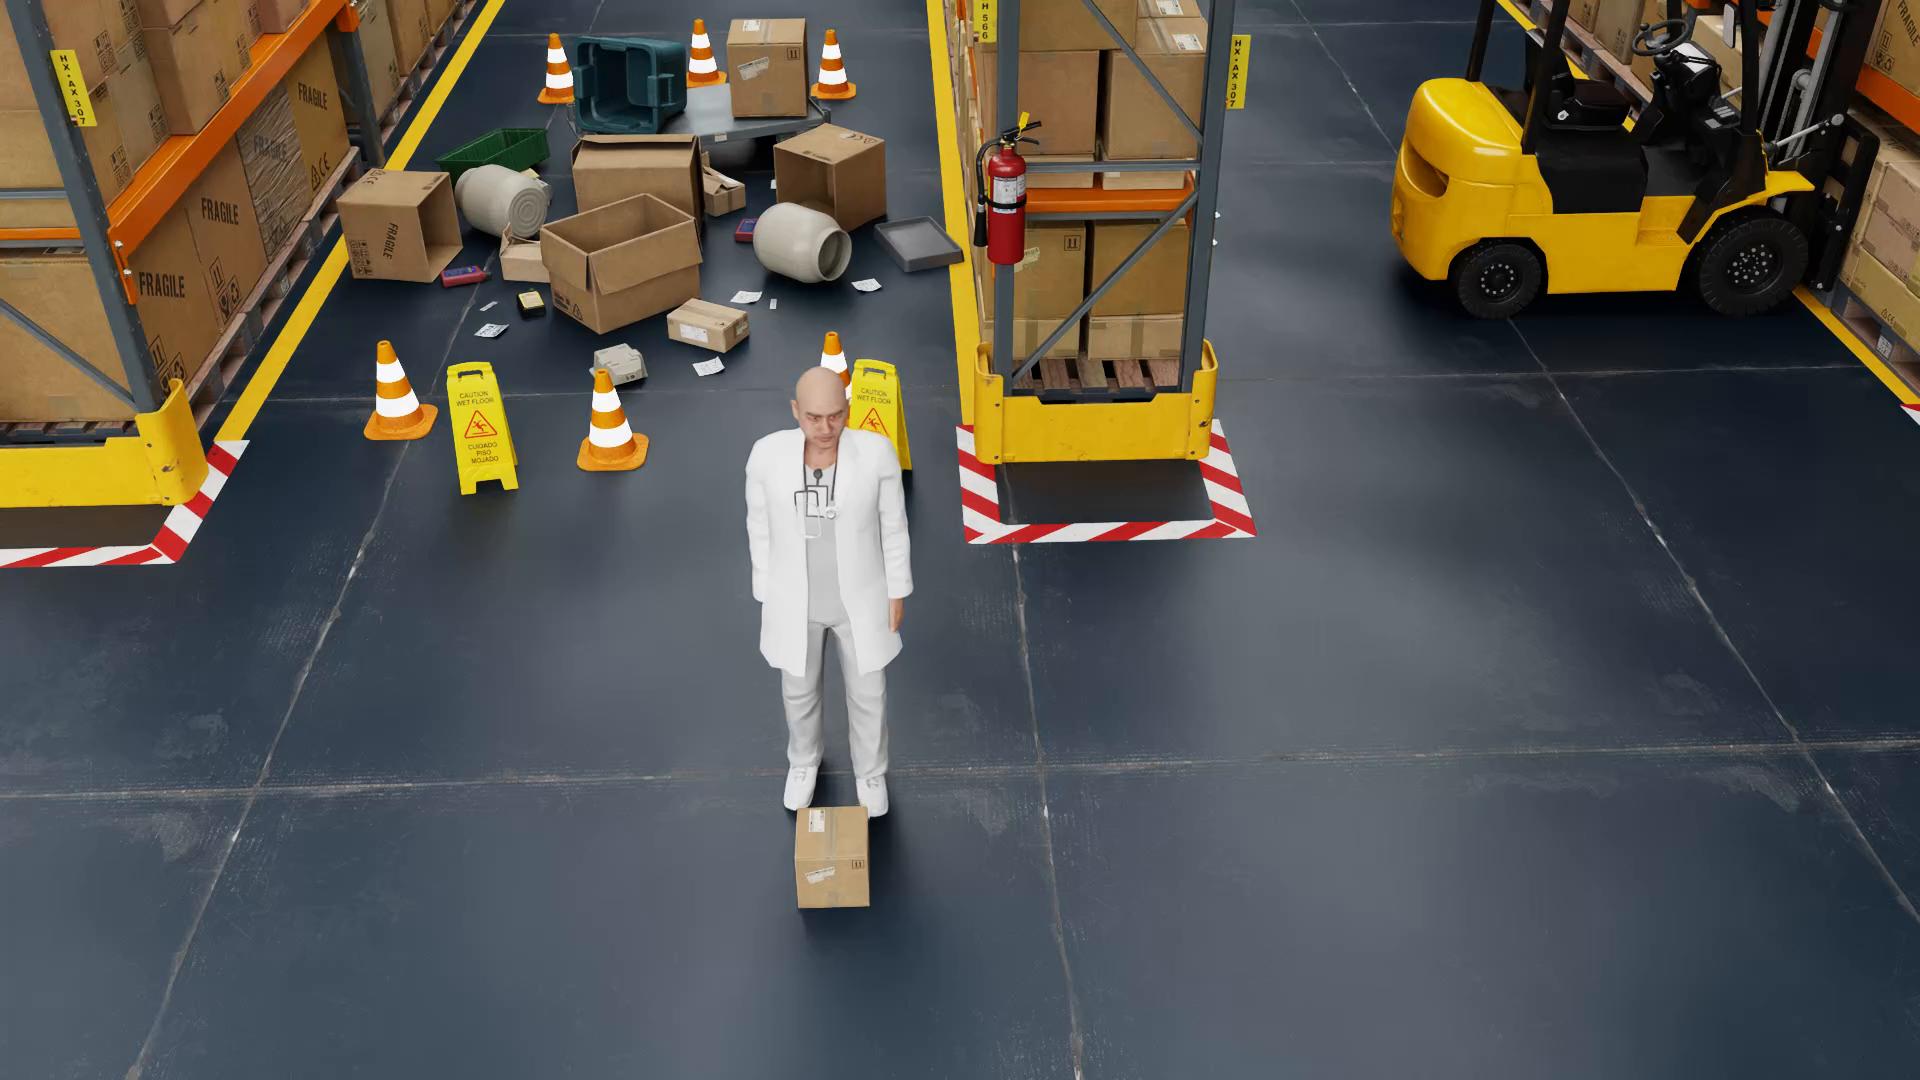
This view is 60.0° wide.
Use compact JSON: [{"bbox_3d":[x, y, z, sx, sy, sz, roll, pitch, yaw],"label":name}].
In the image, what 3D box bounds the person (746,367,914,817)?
[{"bbox_3d":[-0.448,0.216,5.847,0.571,1.775,0.436,-1,35,-1],"label":"person"}]
